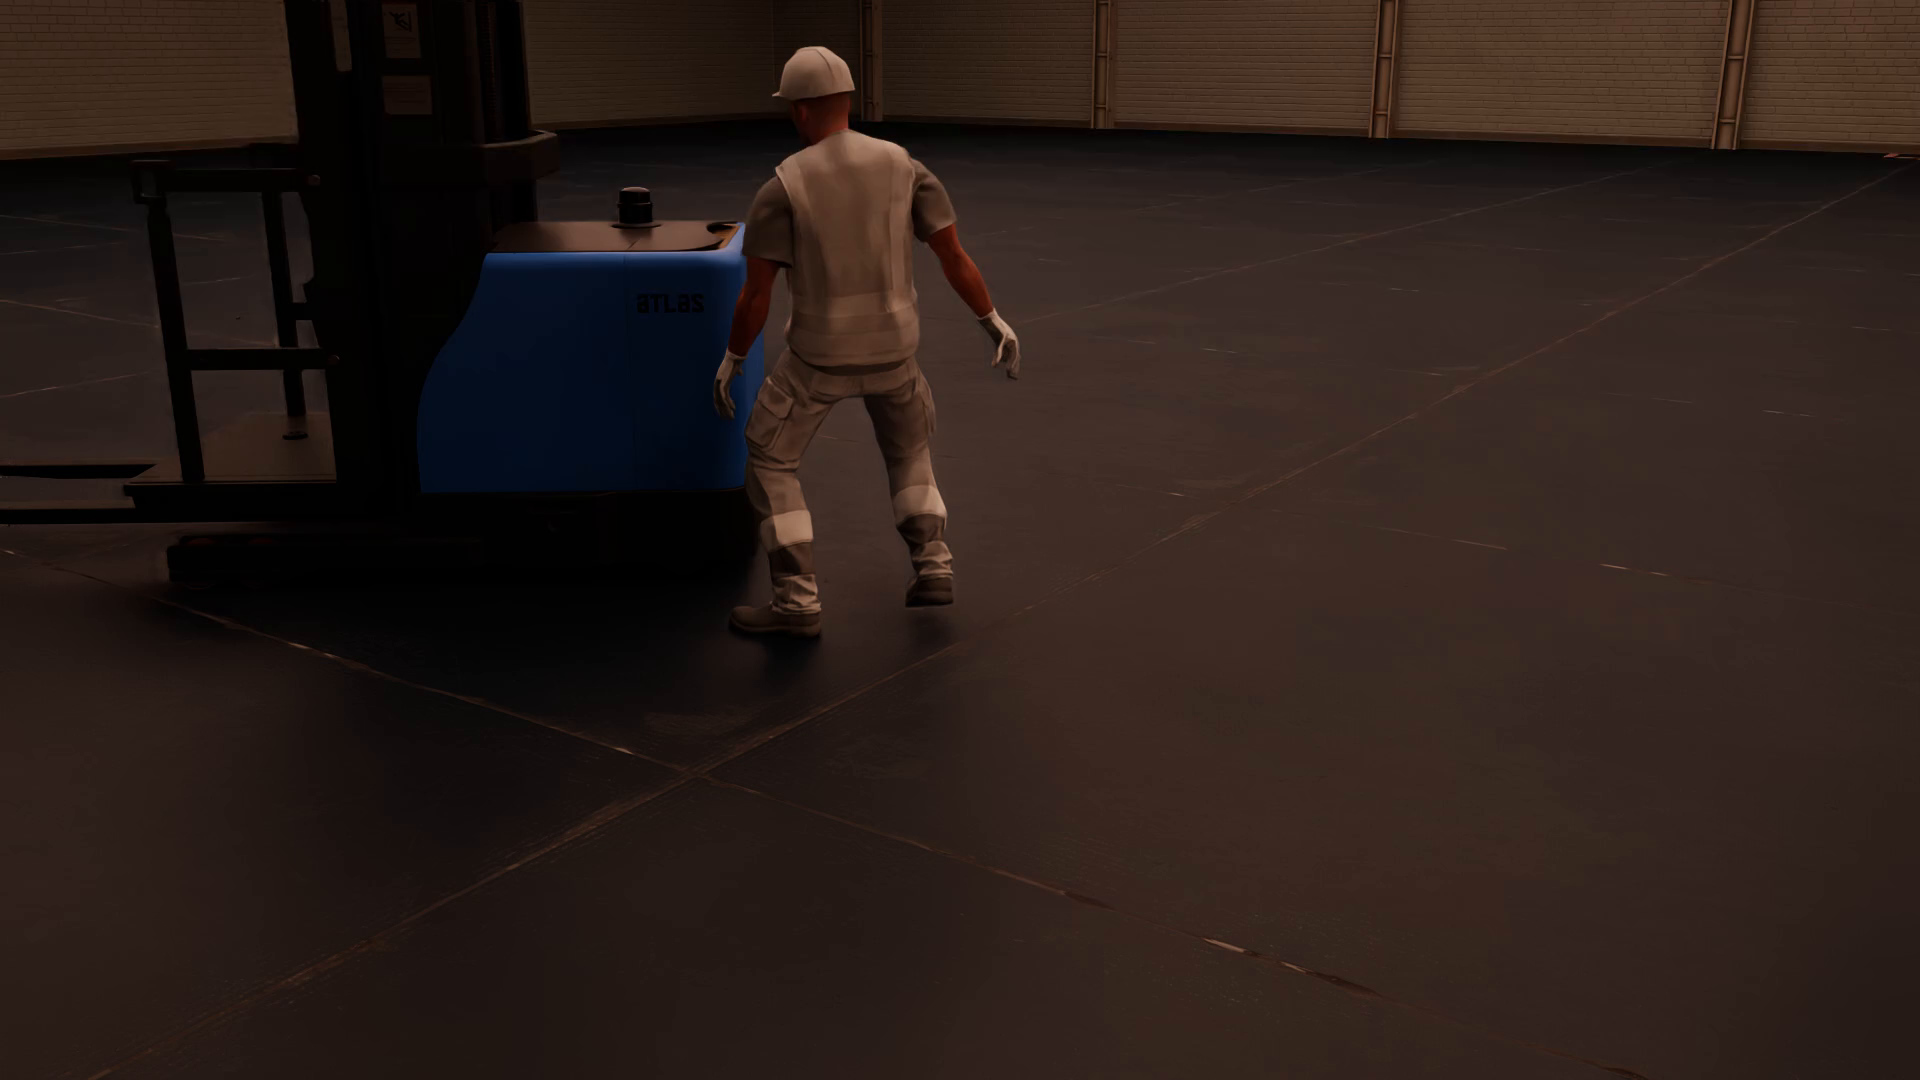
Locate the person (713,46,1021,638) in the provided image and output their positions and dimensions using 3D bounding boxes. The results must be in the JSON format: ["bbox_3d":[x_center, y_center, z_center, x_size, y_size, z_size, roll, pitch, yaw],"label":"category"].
[{"bbox_3d":[-0.274,-0.576,4.918,0.911,1.697,0.484,-5,17,-15],"label":"person"}]

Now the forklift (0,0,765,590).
[{"bbox_3d":[-2.216,-1.397,5.503,3.031,2.935,1.130,-1,17,-3],"label":"forklift"}]
